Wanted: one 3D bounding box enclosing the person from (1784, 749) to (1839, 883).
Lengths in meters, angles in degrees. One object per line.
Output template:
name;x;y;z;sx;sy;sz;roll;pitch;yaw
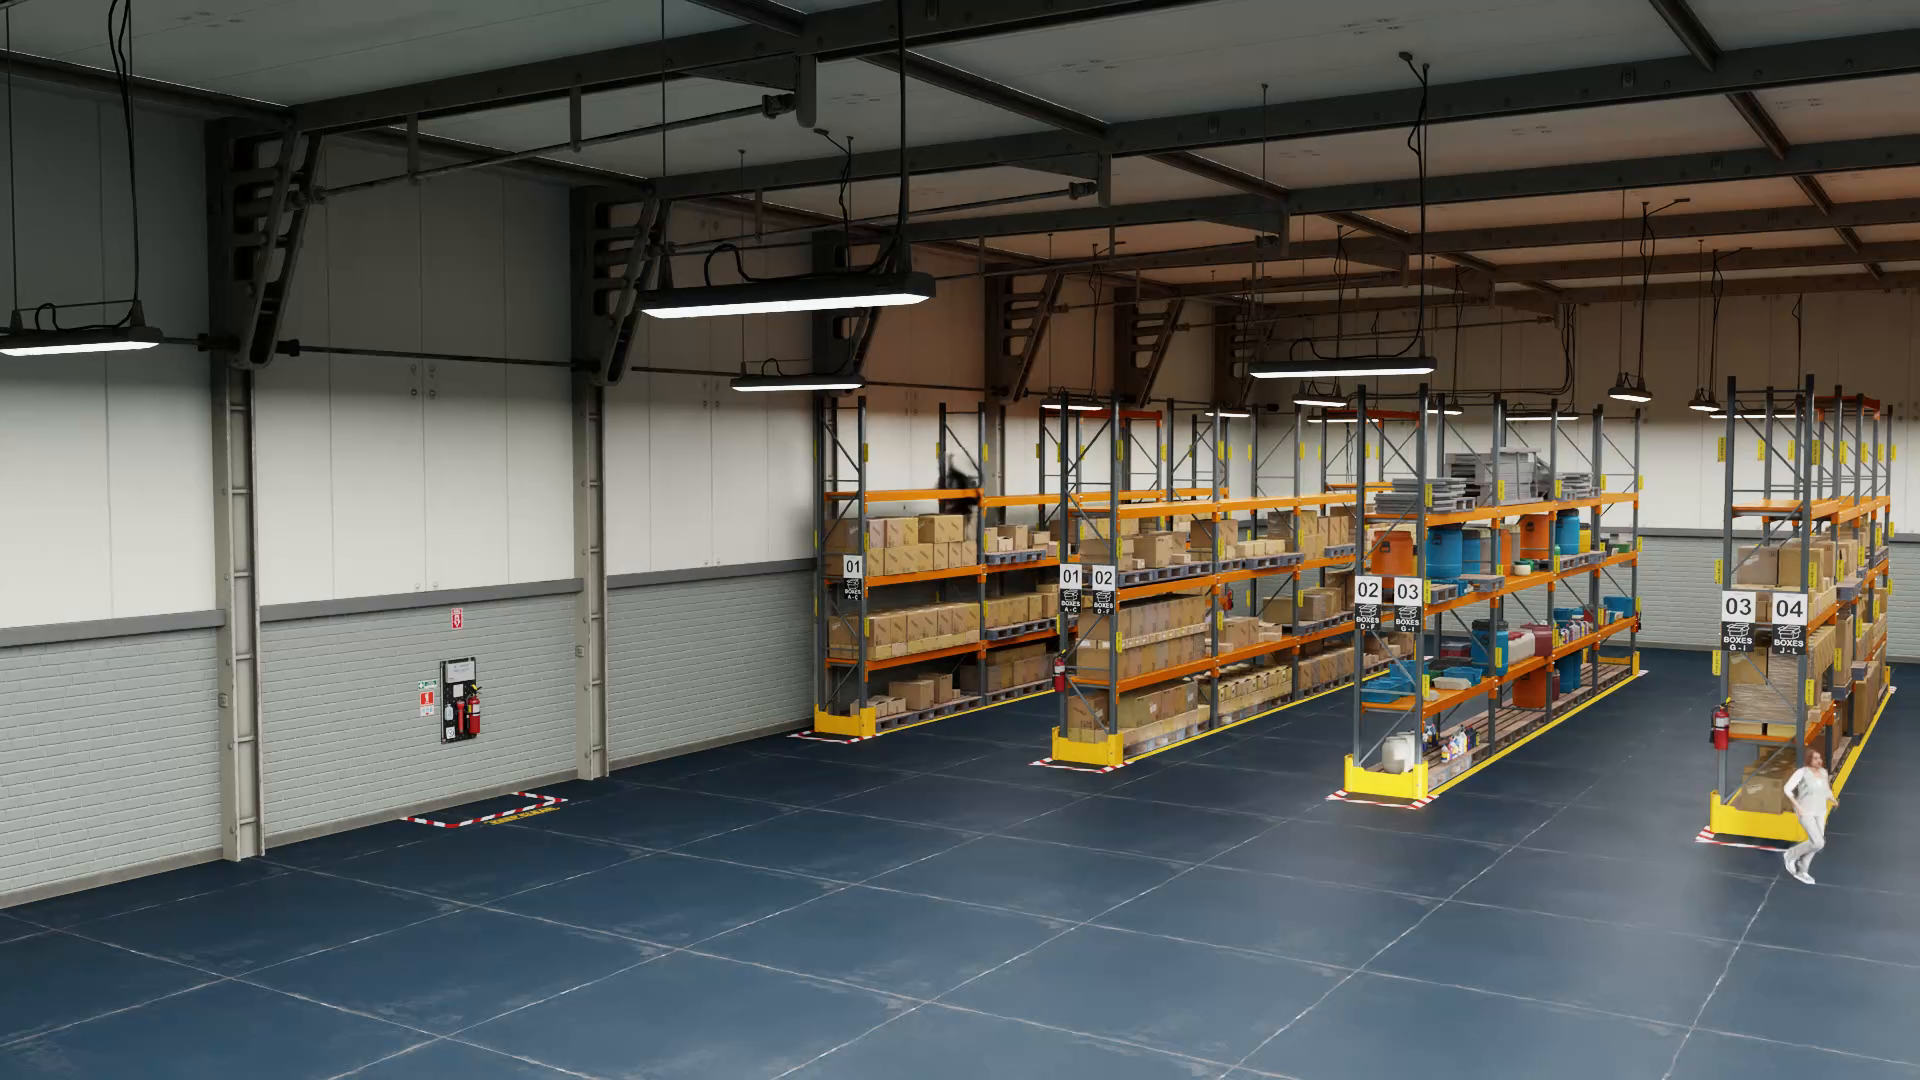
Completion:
person;9.919;3.209;19.325;0.522;1.567;0.549;-1;3;-15

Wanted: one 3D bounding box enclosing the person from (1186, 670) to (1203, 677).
person;5.108;2.283;36.293;0.570;1.706;0.822;1;3;20
